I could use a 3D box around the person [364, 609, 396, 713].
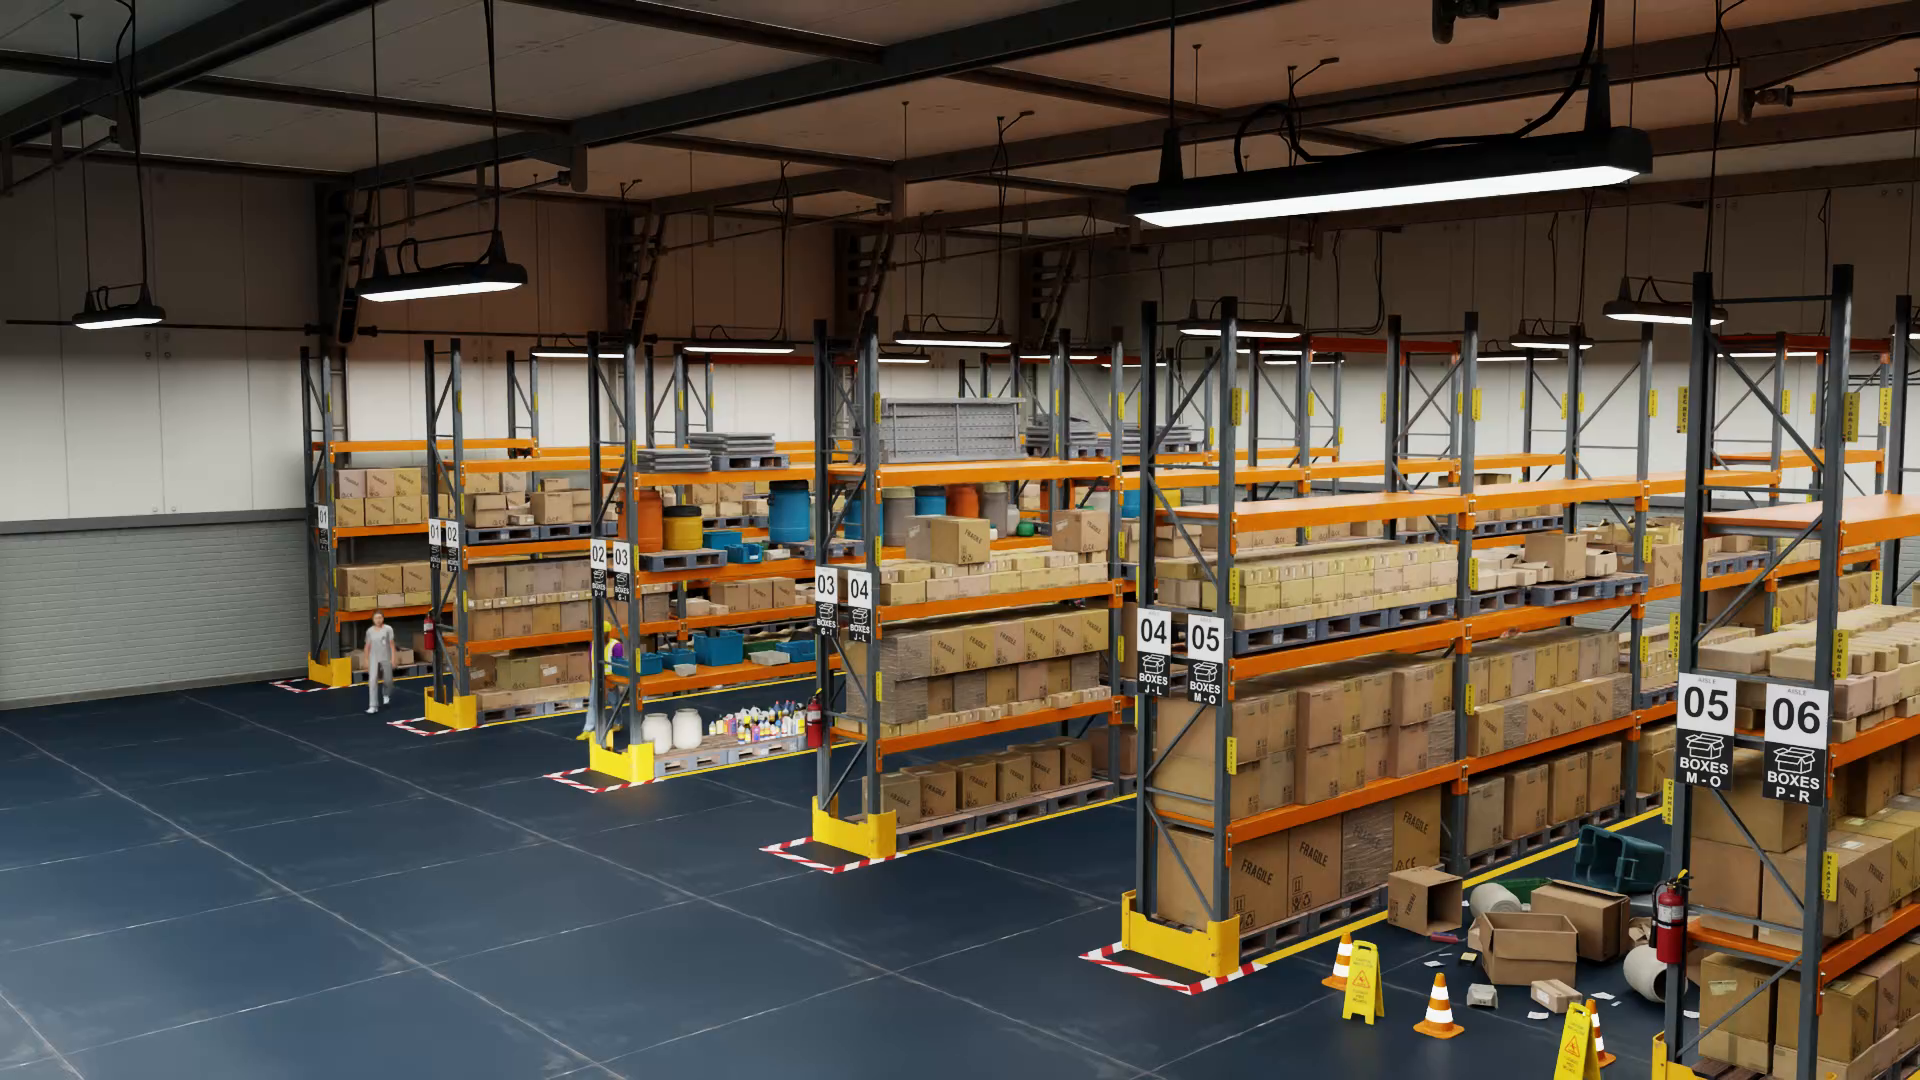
[{"bbox_3d":[-9.459,1.948,27.120,0.499,1.642,0.861,-1,5,-12],"label":"person"}]

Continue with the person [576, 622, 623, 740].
[{"bbox_3d":[-5.356,2.083,24.986,0.593,1.714,0.951,1,5,9],"label":"person"}]

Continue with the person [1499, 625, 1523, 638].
[{"bbox_3d":[8.543,2.019,25.795,0.667,1.731,1.098,5,7,44],"label":"person"}]
